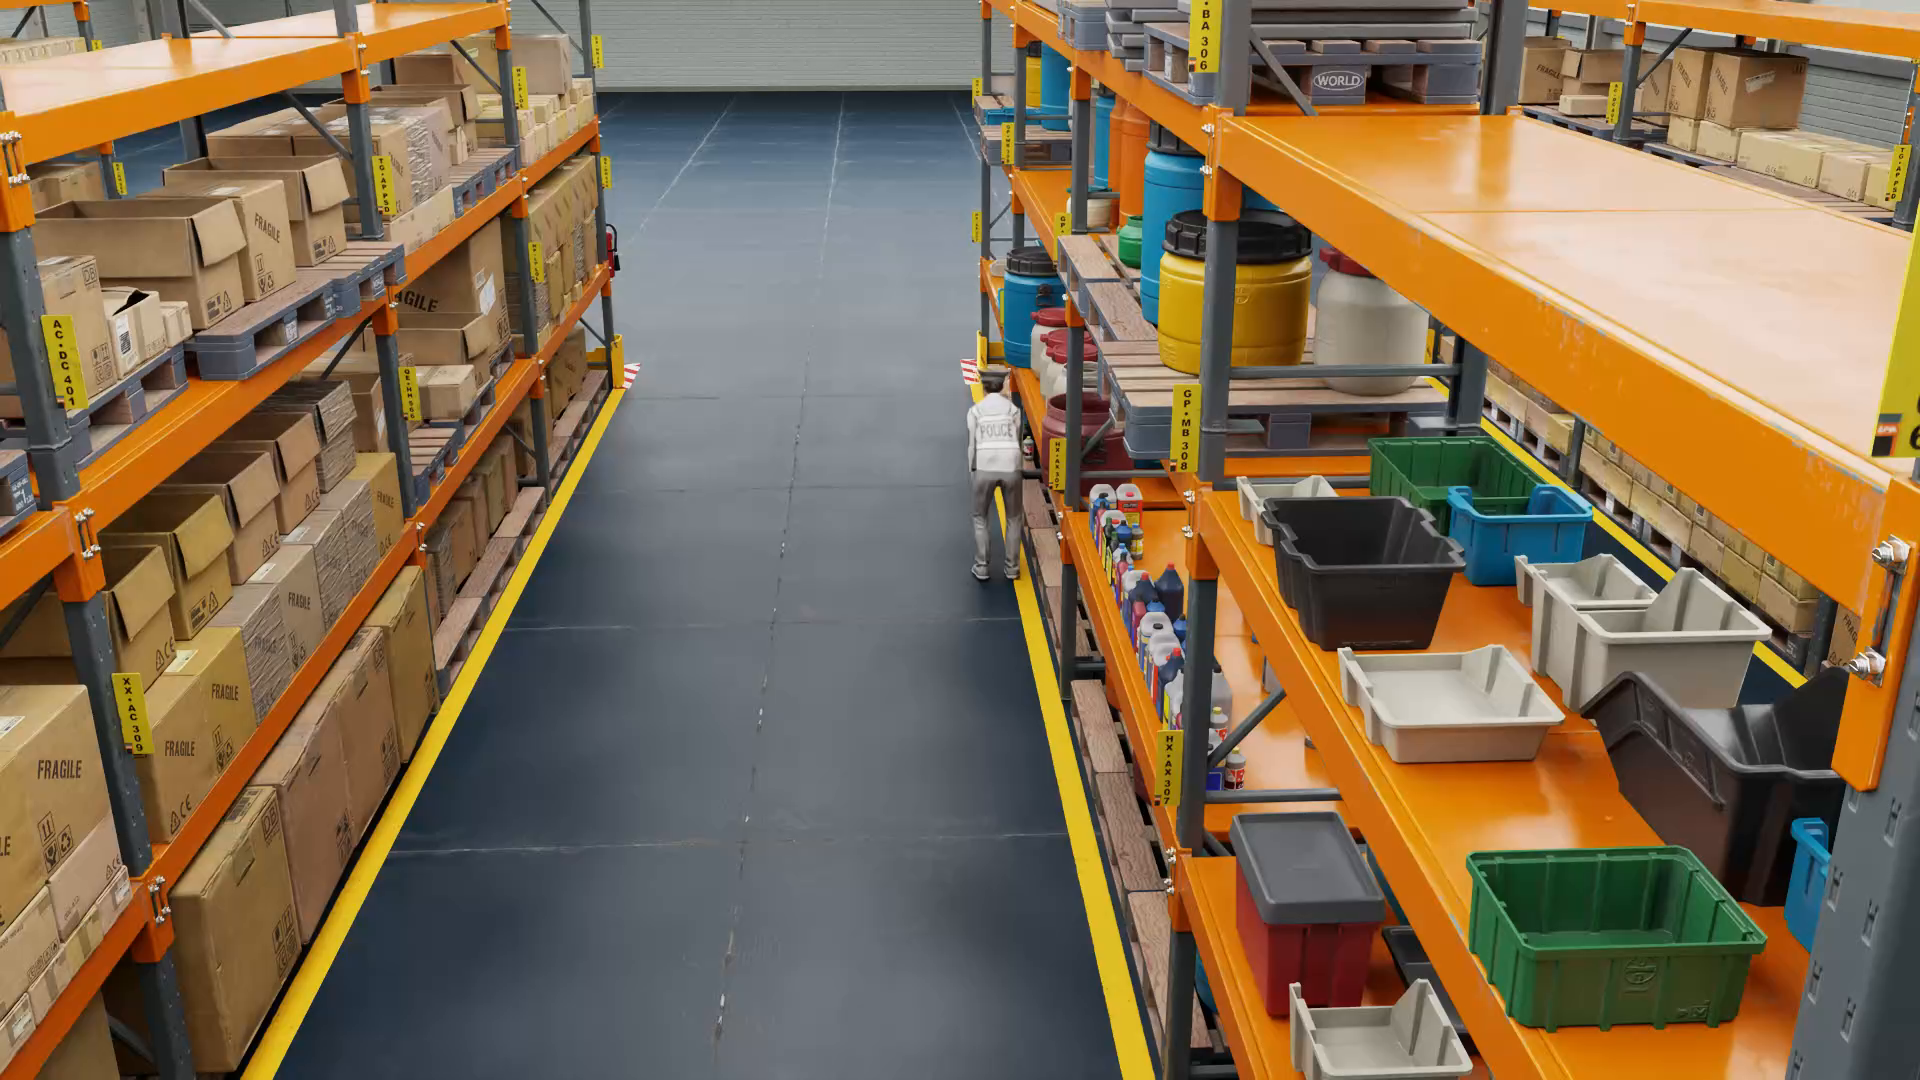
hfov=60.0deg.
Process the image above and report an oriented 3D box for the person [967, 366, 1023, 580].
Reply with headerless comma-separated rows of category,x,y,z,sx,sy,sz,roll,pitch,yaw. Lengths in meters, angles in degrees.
person,0.260,-0.501,12.559,0.407,1.572,0.623,-1,21,-4
